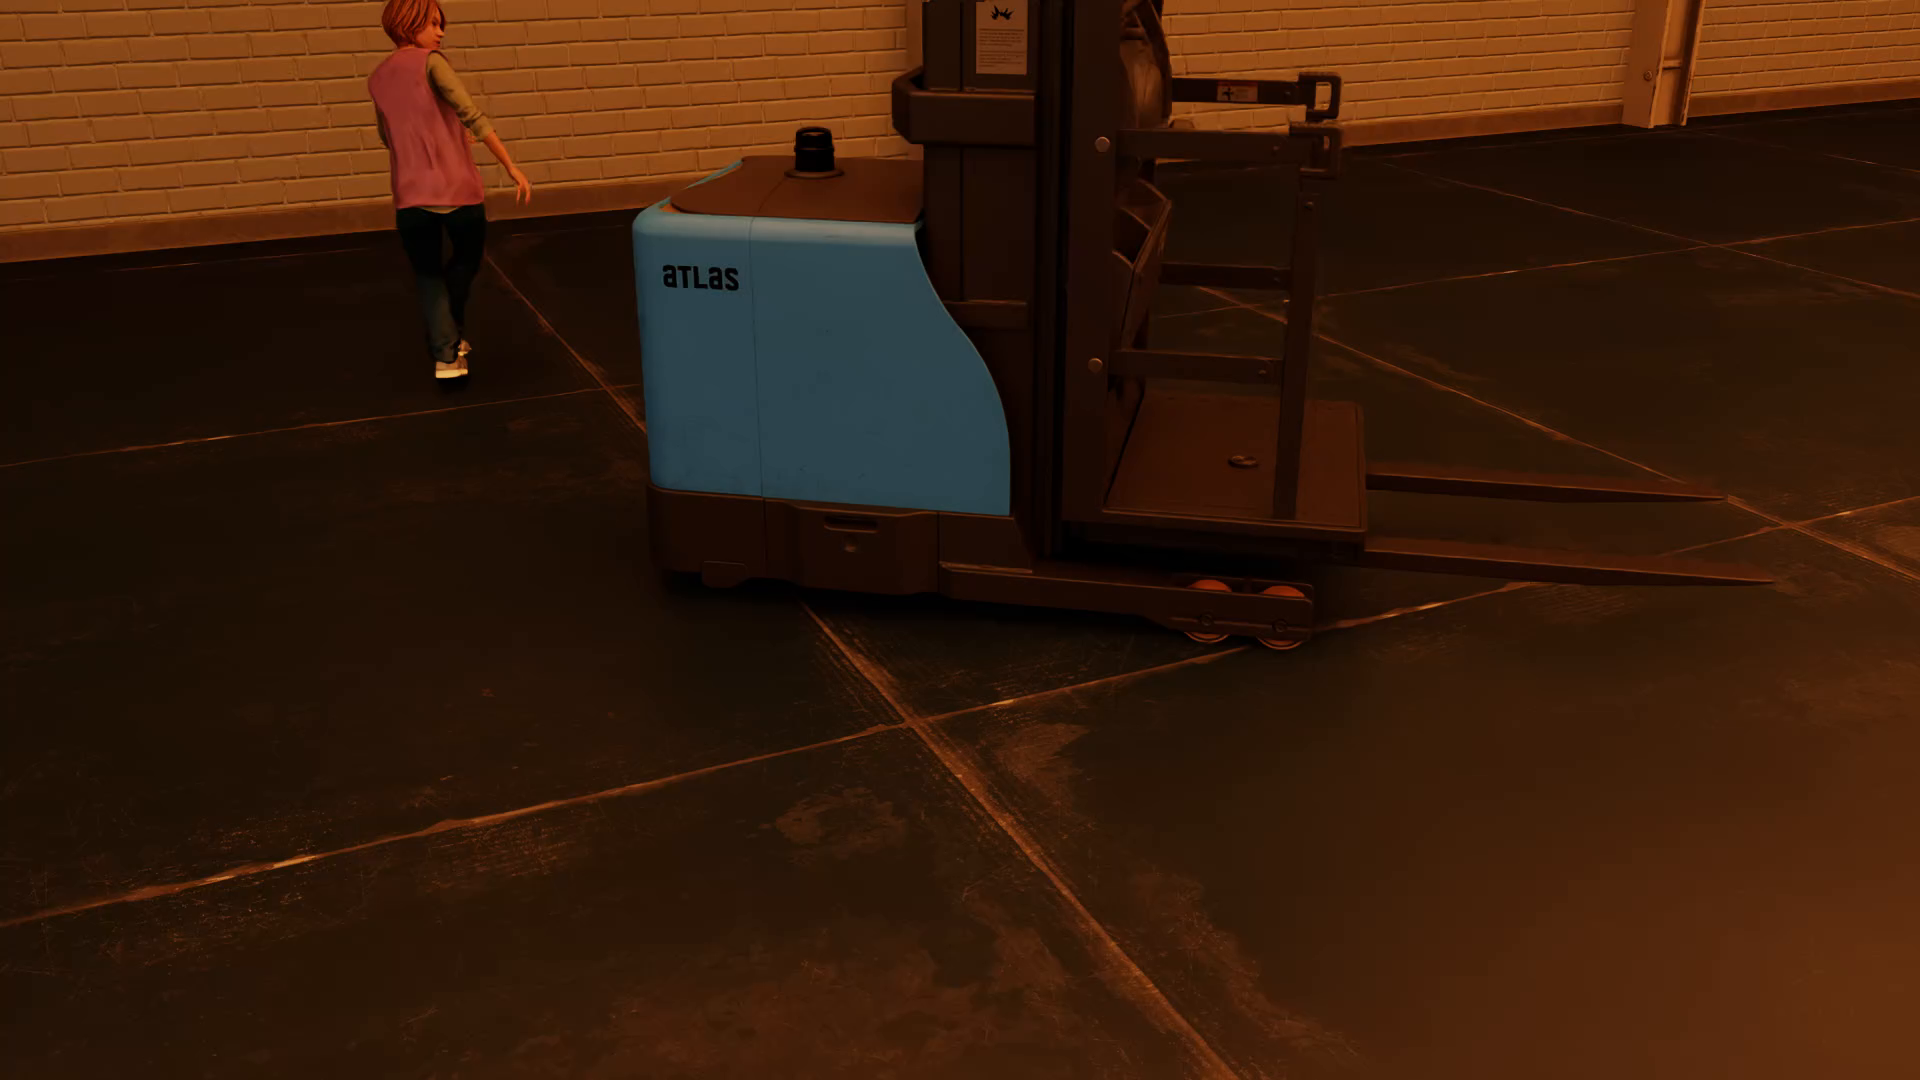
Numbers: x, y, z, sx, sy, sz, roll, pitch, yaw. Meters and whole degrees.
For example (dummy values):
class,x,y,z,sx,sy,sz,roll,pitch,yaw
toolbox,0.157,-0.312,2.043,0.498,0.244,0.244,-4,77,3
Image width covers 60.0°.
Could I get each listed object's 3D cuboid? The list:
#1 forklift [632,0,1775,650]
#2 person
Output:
class,x,y,z,sx,sy,sz,roll,pitch,yaw
forklift,0.681,-1.285,4.380,3.031,2.935,1.130,5,23,11
person,-1.953,-1.373,6.534,0.676,1.481,0.755,1,23,3
